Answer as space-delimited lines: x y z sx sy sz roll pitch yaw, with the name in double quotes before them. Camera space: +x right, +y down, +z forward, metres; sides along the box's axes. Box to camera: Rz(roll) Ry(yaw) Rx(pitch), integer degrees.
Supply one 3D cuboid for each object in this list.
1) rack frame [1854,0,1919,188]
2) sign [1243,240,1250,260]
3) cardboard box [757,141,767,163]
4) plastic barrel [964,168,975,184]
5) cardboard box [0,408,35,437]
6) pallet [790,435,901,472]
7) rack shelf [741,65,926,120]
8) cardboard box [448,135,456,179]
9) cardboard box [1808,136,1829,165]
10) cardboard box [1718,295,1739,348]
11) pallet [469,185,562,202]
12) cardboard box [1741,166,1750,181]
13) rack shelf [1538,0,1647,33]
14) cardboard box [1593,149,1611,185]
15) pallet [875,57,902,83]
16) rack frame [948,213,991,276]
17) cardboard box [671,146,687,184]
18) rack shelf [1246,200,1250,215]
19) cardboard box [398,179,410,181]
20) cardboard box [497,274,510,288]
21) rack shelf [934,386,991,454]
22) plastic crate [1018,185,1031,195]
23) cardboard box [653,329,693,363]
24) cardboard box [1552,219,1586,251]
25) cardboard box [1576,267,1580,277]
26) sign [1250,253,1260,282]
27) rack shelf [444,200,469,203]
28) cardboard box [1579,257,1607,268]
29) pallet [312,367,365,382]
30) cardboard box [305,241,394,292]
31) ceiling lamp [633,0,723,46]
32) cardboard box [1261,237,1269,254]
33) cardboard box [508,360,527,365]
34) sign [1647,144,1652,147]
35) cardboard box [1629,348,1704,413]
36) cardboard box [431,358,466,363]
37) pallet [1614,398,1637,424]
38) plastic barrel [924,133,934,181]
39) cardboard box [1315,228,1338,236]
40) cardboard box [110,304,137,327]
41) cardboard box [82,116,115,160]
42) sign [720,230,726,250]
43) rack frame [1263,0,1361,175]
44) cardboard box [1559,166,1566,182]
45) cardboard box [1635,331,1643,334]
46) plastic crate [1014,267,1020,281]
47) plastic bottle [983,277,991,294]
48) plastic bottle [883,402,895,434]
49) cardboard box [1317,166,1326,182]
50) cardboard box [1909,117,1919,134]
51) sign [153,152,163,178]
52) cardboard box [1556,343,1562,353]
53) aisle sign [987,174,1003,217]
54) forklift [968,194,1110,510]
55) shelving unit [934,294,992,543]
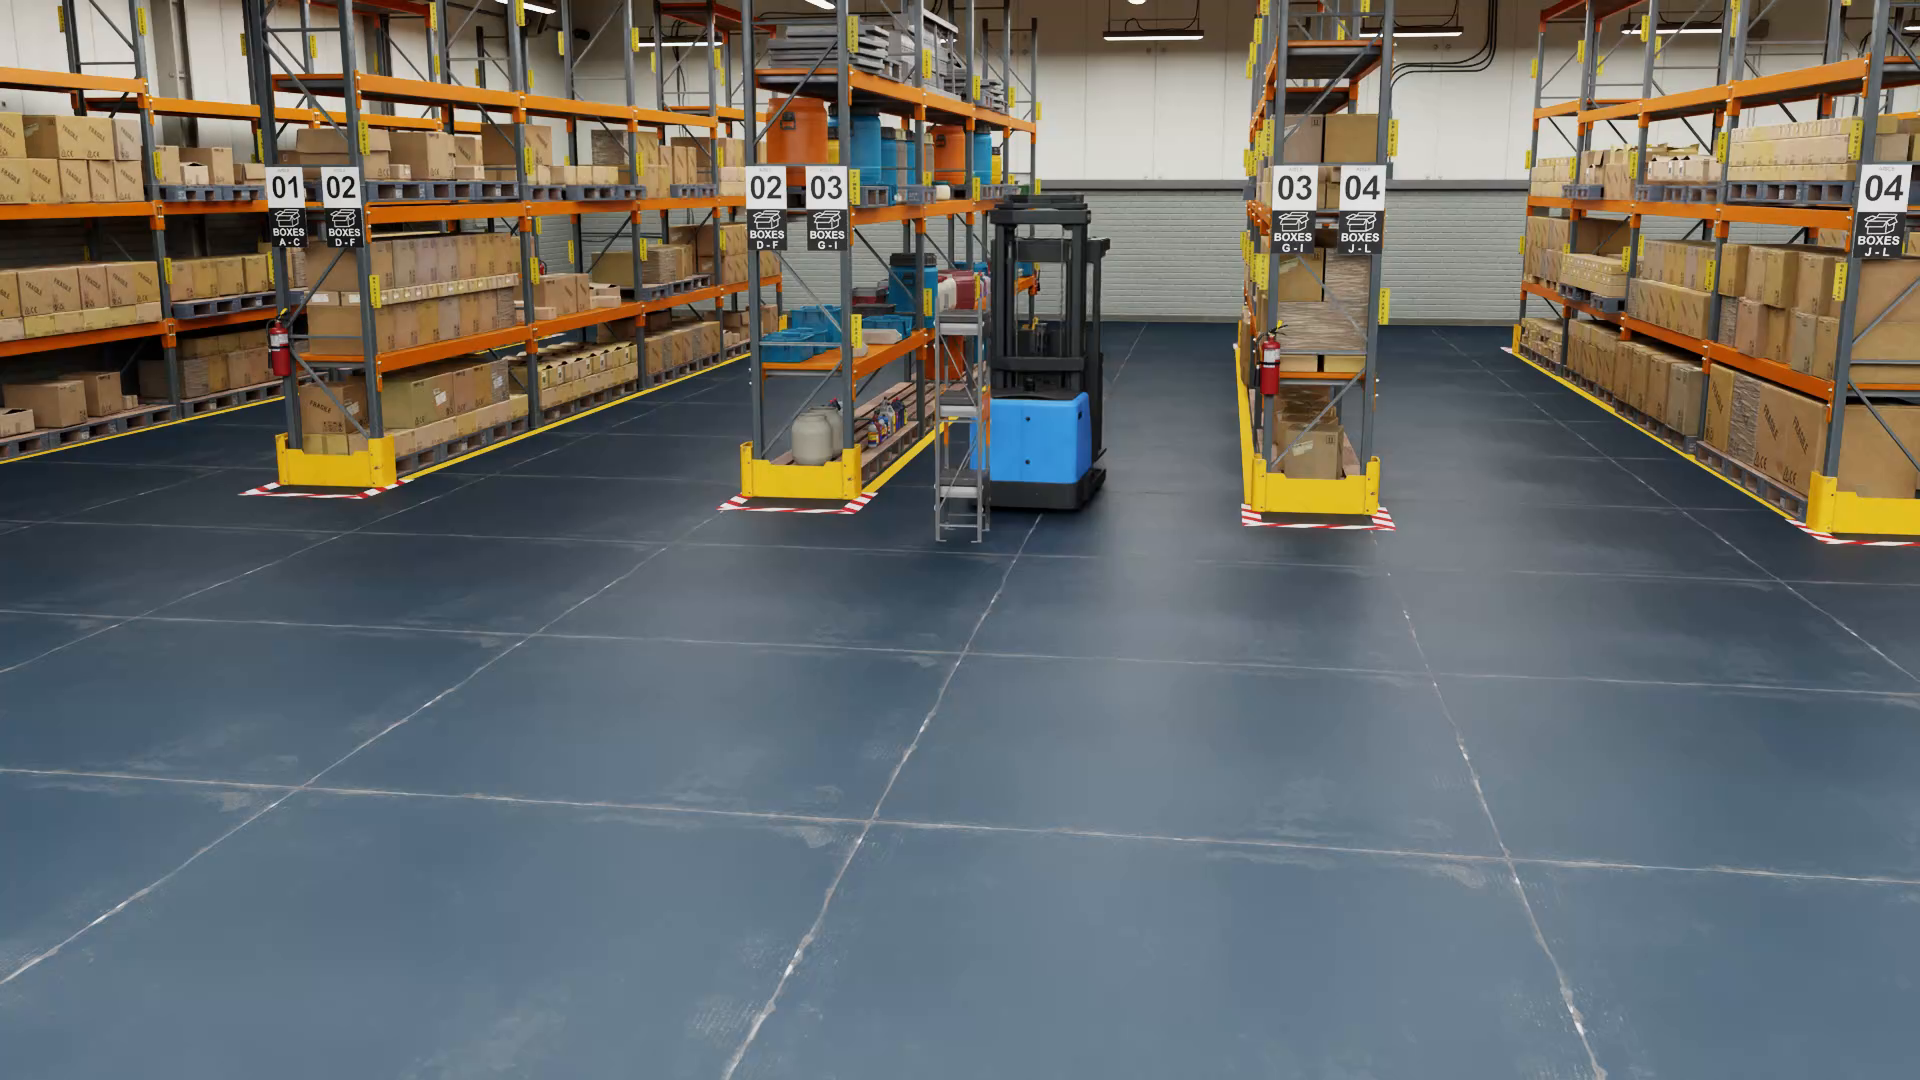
"rack frame" 8.236 -4.490 13.967 1.000 3.000 0.127 2 12 9
"sign" 4.647 -4.716 27.015 0.100 0.325 0.005 2 12 9
"cardboard box" -4.039 -7.288 31.459 0.700 0.500 0.500 2 12 9
"plastic barrel" 0.077 -5.373 24.559 0.294 0.245 0.294 0 12 0
"cardboard box" -11.050 -1.381 19.118 0.500 0.311 0.500 3 13 13
"pallet" -1.258 -0.976 18.520 1.003 0.211 1.213 2 12 9
"rack shelf" -1.236 -4.701 17.604 1.077 0.370 4.000 2 12 9
"cardboard box" -6.200 -4.345 18.841 0.797 0.503 0.637 3 13 15
"cardboard box" 8.113 -3.565 15.210 0.500 0.250 0.500 2 12 9
"cardboard box" 8.806 -2.386 18.088 0.875 0.550 0.550 2 12 9
"pallet" -5.699 -4.450 21.357 0.805 0.209 1.217 1 12 6
"cardboard box" 8.382 -3.817 17.326 0.380 0.149 0.250 2 12 9
"rack shelf" 10.389 -8.677 27.215 1.077 0.370 4.000 2 12 9
"cardboard box" 9.714 -5.460 24.346 0.797 0.503 0.637 2 12 8
"pallet" -1.213 -4.950 17.498 1.003 0.211 1.213 2 12 9
"rack frame" 0.302 -4.397 27.778 1.000 3.000 0.127 2 12 9
"cardboard box" -4.822 -6.086 27.020 0.600 0.600 0.600 2 12 8
"rack shelf" 5.504 -5.768 28.725 1.077 0.370 4.000 2 12 9
"cardboard box" -9.731 -6.269 28.061 0.700 0.500 0.500 1 12 6
"cardboard box" -5.692 -3.144 20.186 0.380 0.149 0.250 2 12 7
"rack shelf" 0.025 -1.048 14.435 0.431 0.518 0.480 2 12 9
"plastic crate" 1.048 -6.378 30.352 0.450 0.188 0.336 2 12 9
"cardboard box" -4.622 -3.127 26.771 0.500 0.500 0.500 1 12 7
"cardboard box" 9.961 -4.953 27.037 0.500 0.500 0.500 1 12 7
"cardboard box" 9.411 -3.998 24.817 0.380 0.149 0.250 2 12 11
"sign" 3.417 -3.155 19.264 0.100 0.325 0.005 2 12 9
"rack shelf" -9.179 -6.249 30.959 1.077 0.370 4.000 2 12 9
"cardboard box" 9.369 -4.092 24.549 0.380 0.149 0.250 2 12 11
"pallet" -9.907 -2.684 26.447 1.003 0.211 1.213 2 12 9
"cardboard box" -6.345 -2.851 17.288 0.700 0.500 0.500 2 12 9
"ceiling lamp" -5.964 -11.814 34.097 2.000 3.185 0.800 2 12 9
"cardboard box" 3.570 -3.065 18.279 0.500 0.500 0.500 2 12 9
"cardboard box" -5.969 -2.231 21.923 0.500 0.311 0.500 2 12 10
"sign" 10.630 -5.949 25.698 0.100 0.325 0.005 2 12 9
"cardboard box" 9.153 -2.022 21.099 1.050 0.750 0.750 2 12 10
"cardboard box" -6.272 -1.930 20.080 0.500 0.500 0.500 2 12 9
"pallet" 9.271 -1.698 21.870 1.003 0.211 1.213 2 12 9
"plastic barrel" -0.654 -5.112 22.785 0.600 0.901 0.600 0 12 0
"cardboard box" 4.226 -3.231 19.945 1.000 1.000 1.000 2 12 9
"cardboard box" -10.576 -2.778 20.570 0.500 0.250 0.500 2 12 9
"cardboard box" -10.601 -4.839 20.047 0.500 0.500 0.500 3 12 12
"sign" -4.043 -5.107 28.324 0.100 0.325 0.005 2 12 9
"rack frame" 3.966 -5.504 18.674 1.000 3.000 0.127 2 12 9
"cardboard box" 9.993 -5.905 26.822 0.500 0.250 0.500 1 12 6
"cardboard box" 9.890 -2.814 23.586 0.500 0.250 0.500 2 12 8
"plastic crate" 0.855 -4.742 29.630 0.416 0.233 0.300 2 12 9
"plastic bottle" 0.406 -4.035 26.392 0.152 0.276 0.135 2 12 9
"plastic bottle" -0.822 -1.402 19.120 0.144 0.351 0.185 2 12 8
"cardboard box" 3.241 -3.445 15.649 0.380 0.149 0.250 1 12 7
"cardboard box" 8.641 -3.656 14.687 0.380 0.149 0.250 2 12 9
"sign" -10.180 -4.756 21.095 0.100 0.325 0.005 2 12 9
"cardboard box" 9.816 -3.088 26.767 0.380 0.149 0.250 2 12 10
"aisle sign" 0.635 -6.525 31.482 0.394 0.787 0.004 2 12 9
"forklift" 0.895 -1.980 16.725 1.130 2.935 3.031 3 12 12
"shelving unit" 0.025 -1.061 14.432 0.431 2.100 0.503 2 12 9
